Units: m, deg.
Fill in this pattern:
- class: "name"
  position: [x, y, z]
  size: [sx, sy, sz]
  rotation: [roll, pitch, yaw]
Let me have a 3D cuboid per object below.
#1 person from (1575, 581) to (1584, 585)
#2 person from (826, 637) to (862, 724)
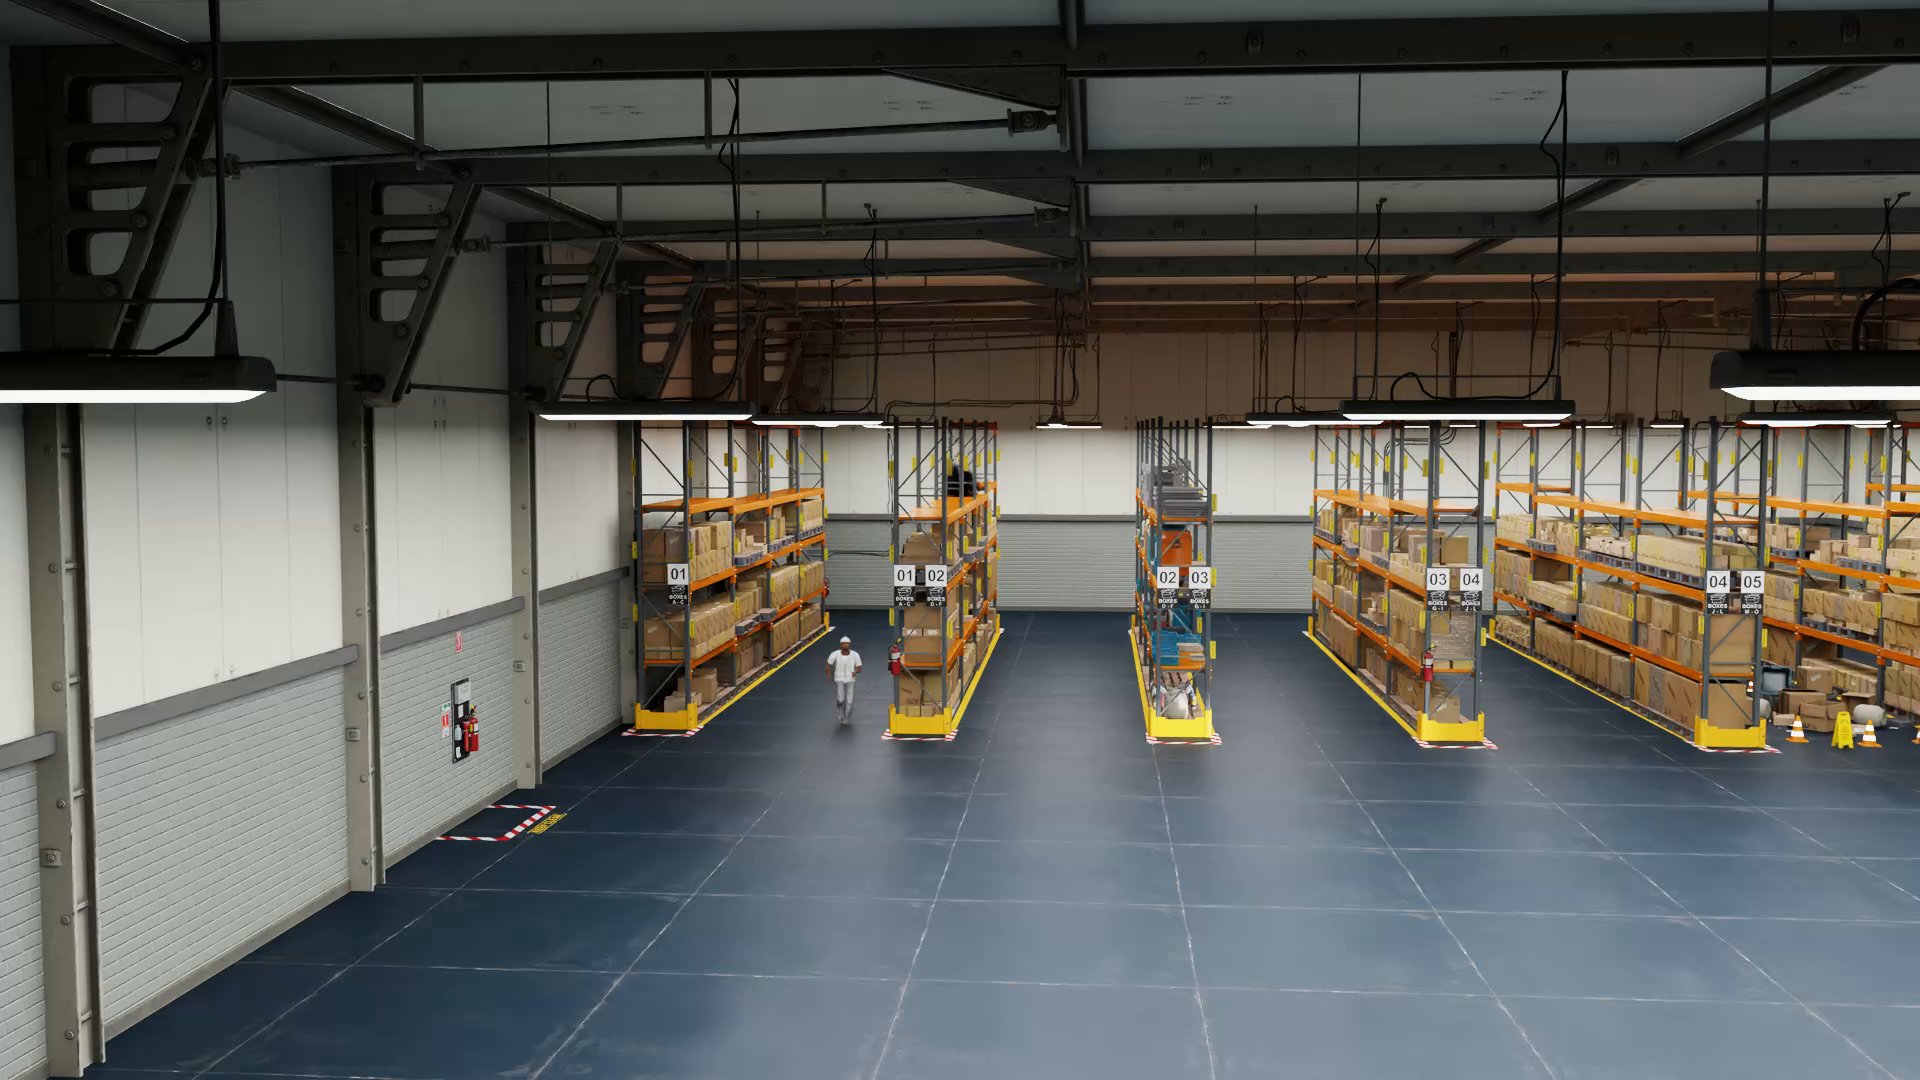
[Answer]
- class: "person"
  position: [17.528, 1.761, 47.287]
  size: [0.656, 1.718, 0.694]
  rotation: [0, 4, -5]
- class: "person"
  position: [-2.240, 2.744, 32.356]
  size: [0.695, 1.720, 0.583]
  rotation: [-1, 4, -9]
